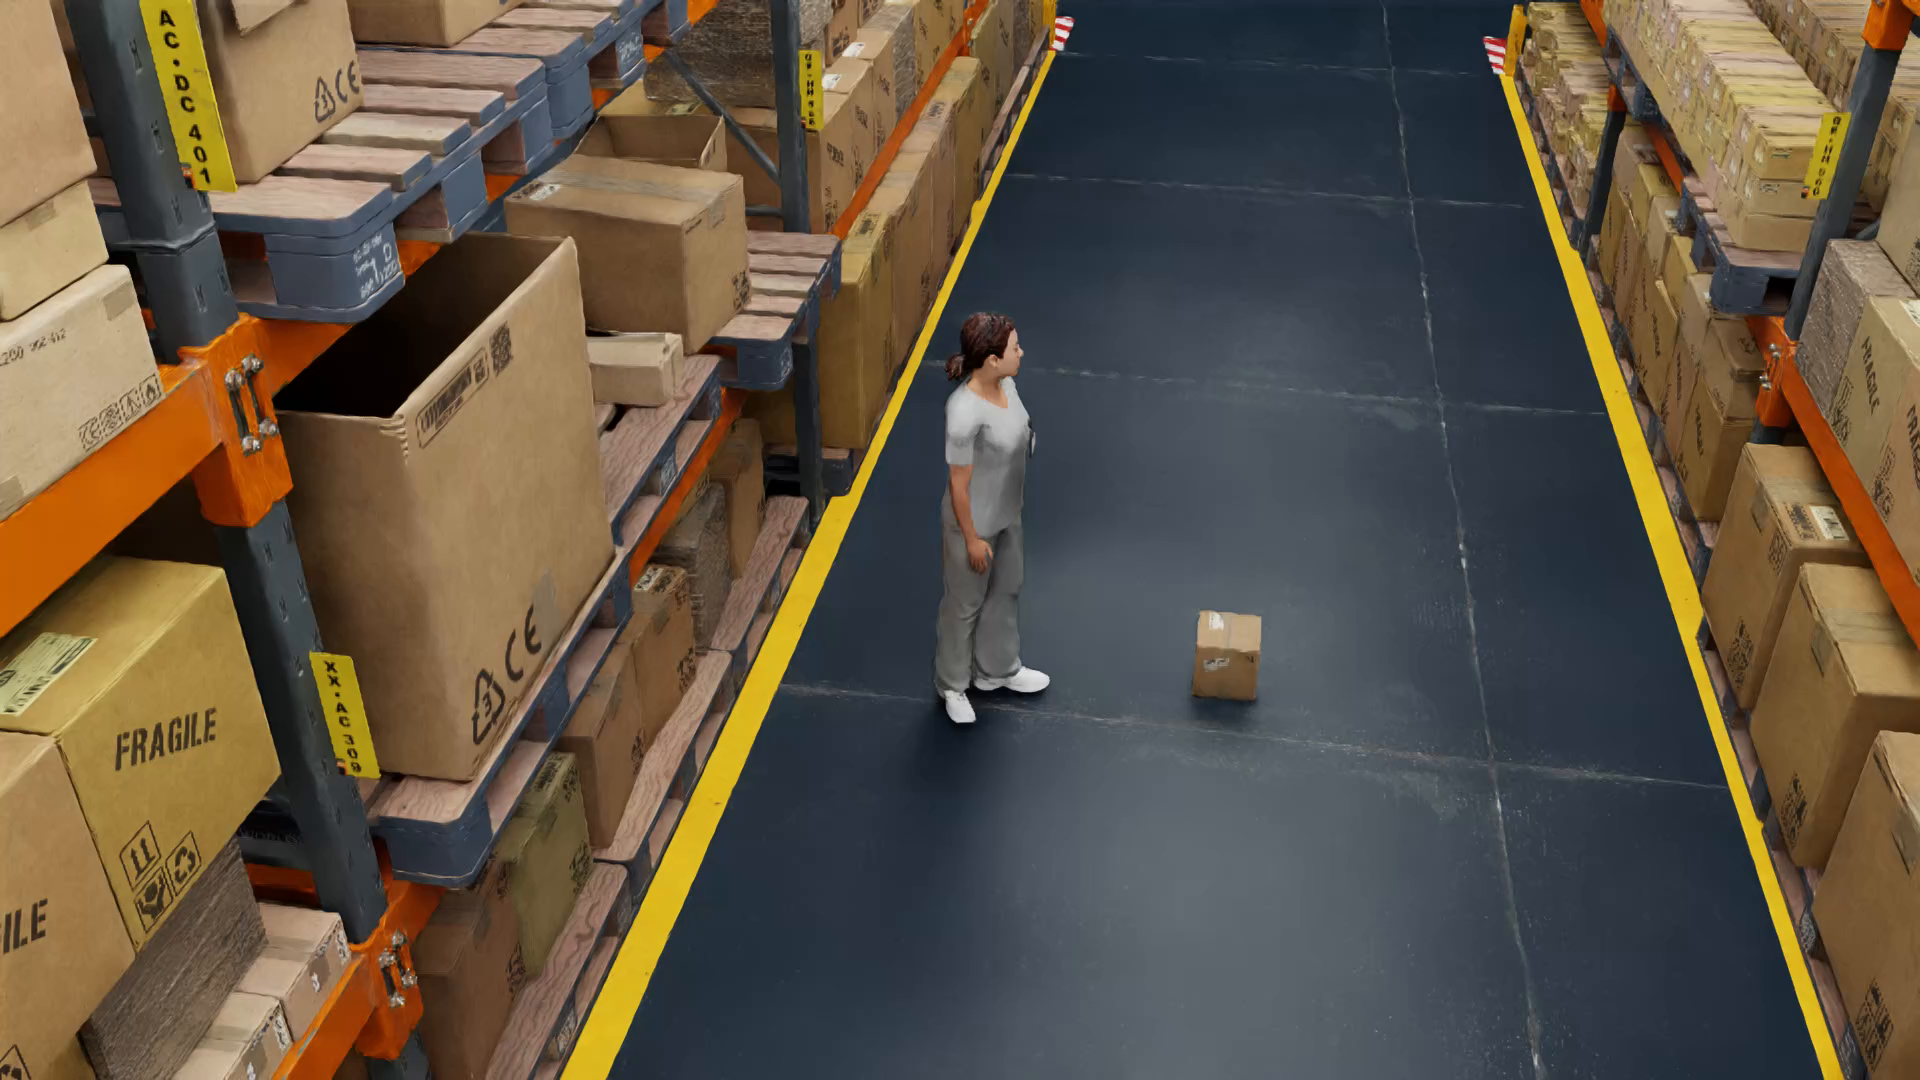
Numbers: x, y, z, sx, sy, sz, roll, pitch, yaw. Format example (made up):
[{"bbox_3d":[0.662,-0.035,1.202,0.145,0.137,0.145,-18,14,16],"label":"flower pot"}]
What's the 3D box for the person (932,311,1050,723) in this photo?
[{"bbox_3d":[0.101,-0.081,6.229,0.403,1.672,0.462,17,36,25],"label":"person"}]
